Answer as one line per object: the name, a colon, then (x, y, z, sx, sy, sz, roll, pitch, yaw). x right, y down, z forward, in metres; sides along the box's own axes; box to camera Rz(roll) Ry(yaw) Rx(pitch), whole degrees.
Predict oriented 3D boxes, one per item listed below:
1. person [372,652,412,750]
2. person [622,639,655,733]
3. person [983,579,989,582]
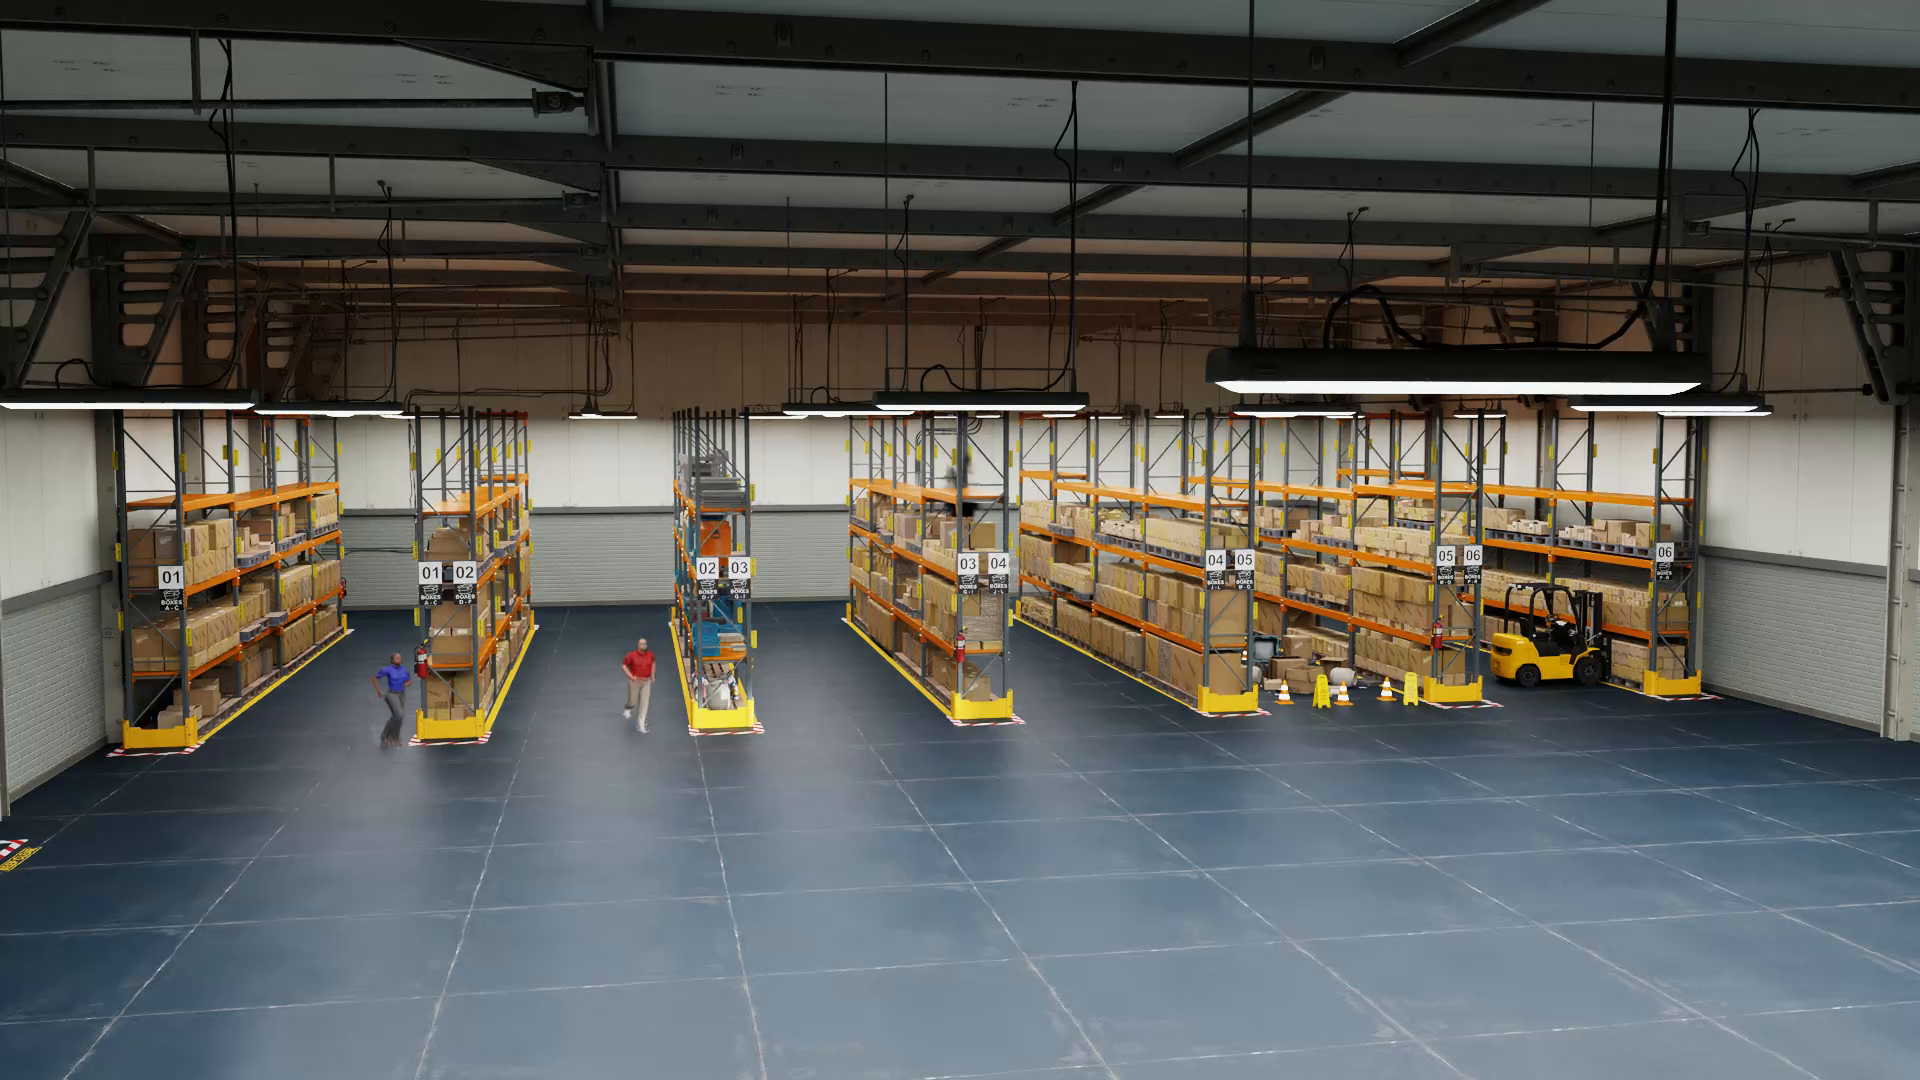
person: (-9.969, 2.835, 29.334, 0.644, 1.704, 0.610, 2, 5, 26)
person: (-5.976, 2.700, 31.065, 0.674, 1.728, 0.980, -2, 5, -28)
person: (0.733, 1.393, 48.905, 0.522, 1.722, 0.744, -4, 5, -41)
